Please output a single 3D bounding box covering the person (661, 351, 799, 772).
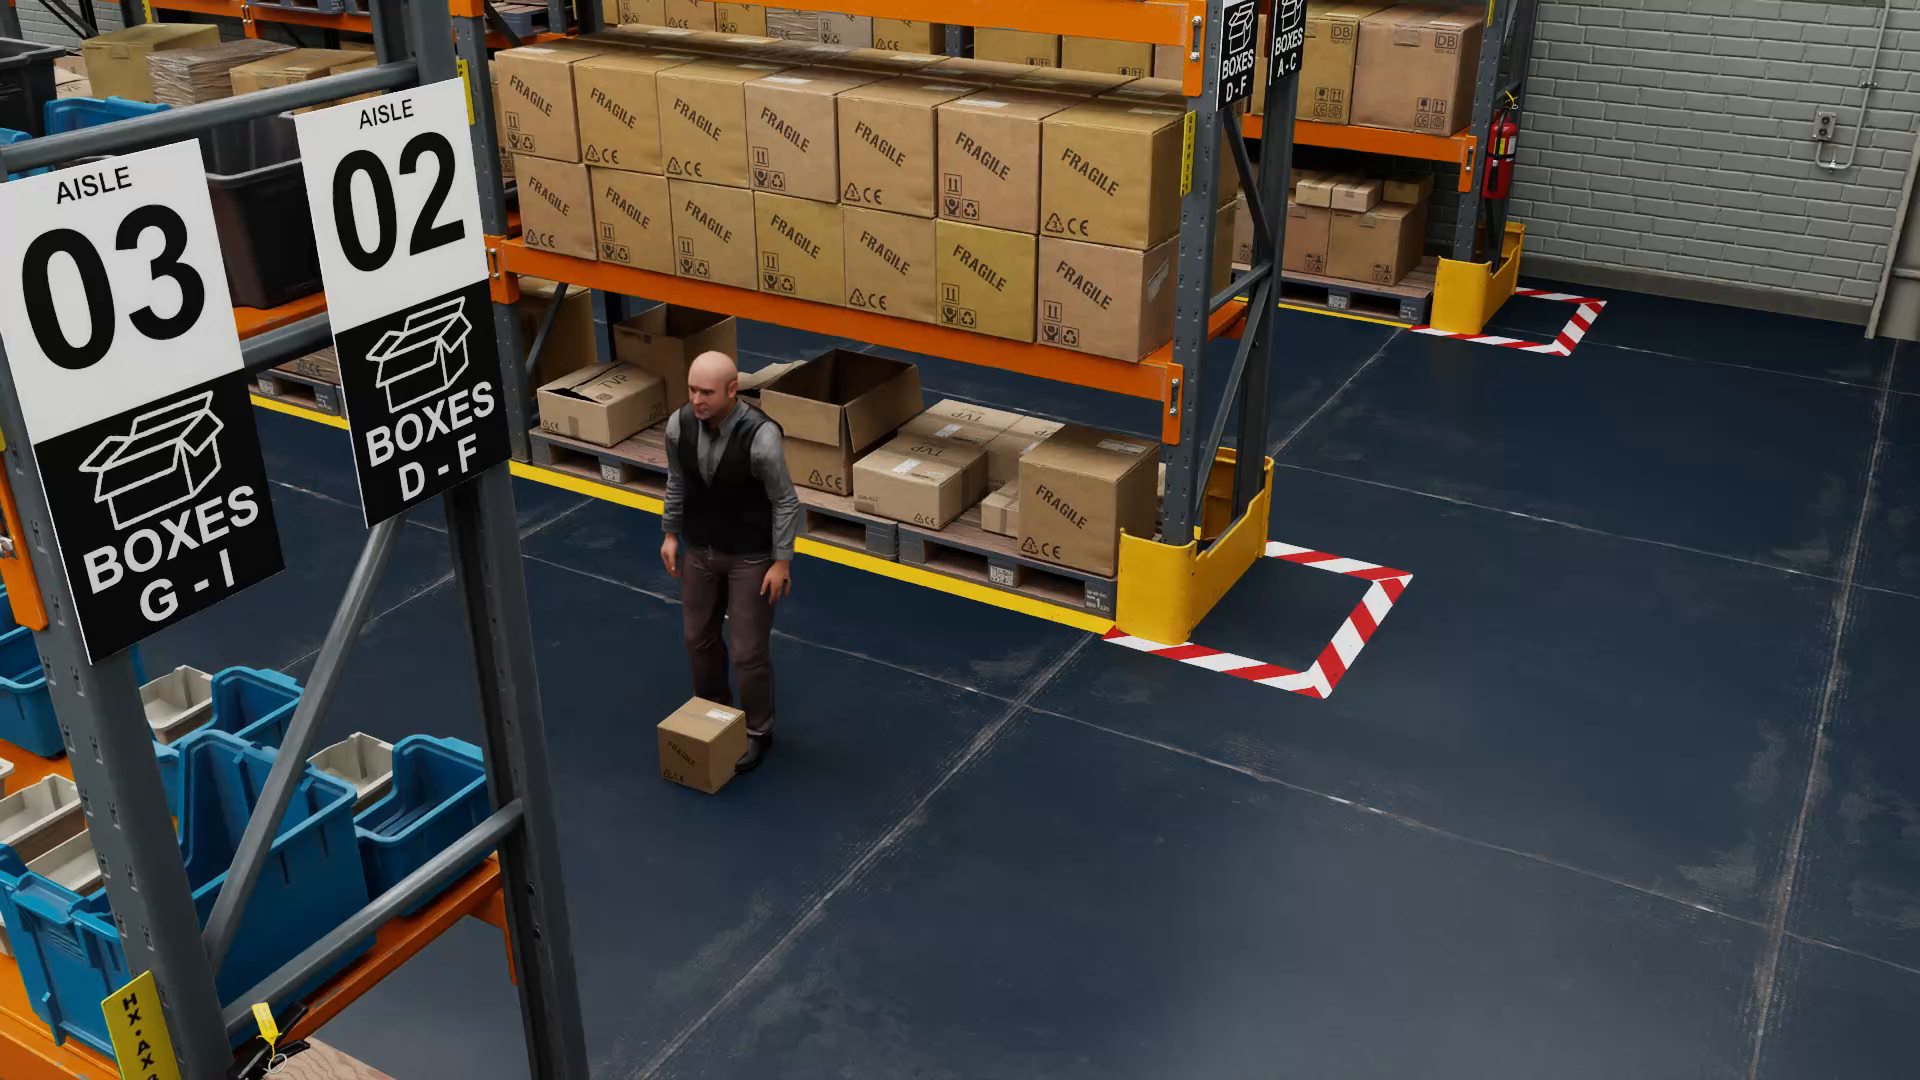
[{"bbox_3d":[-0.901,0.061,6.517,0.589,1.721,0.463,13,29,25],"label":"person"}]
